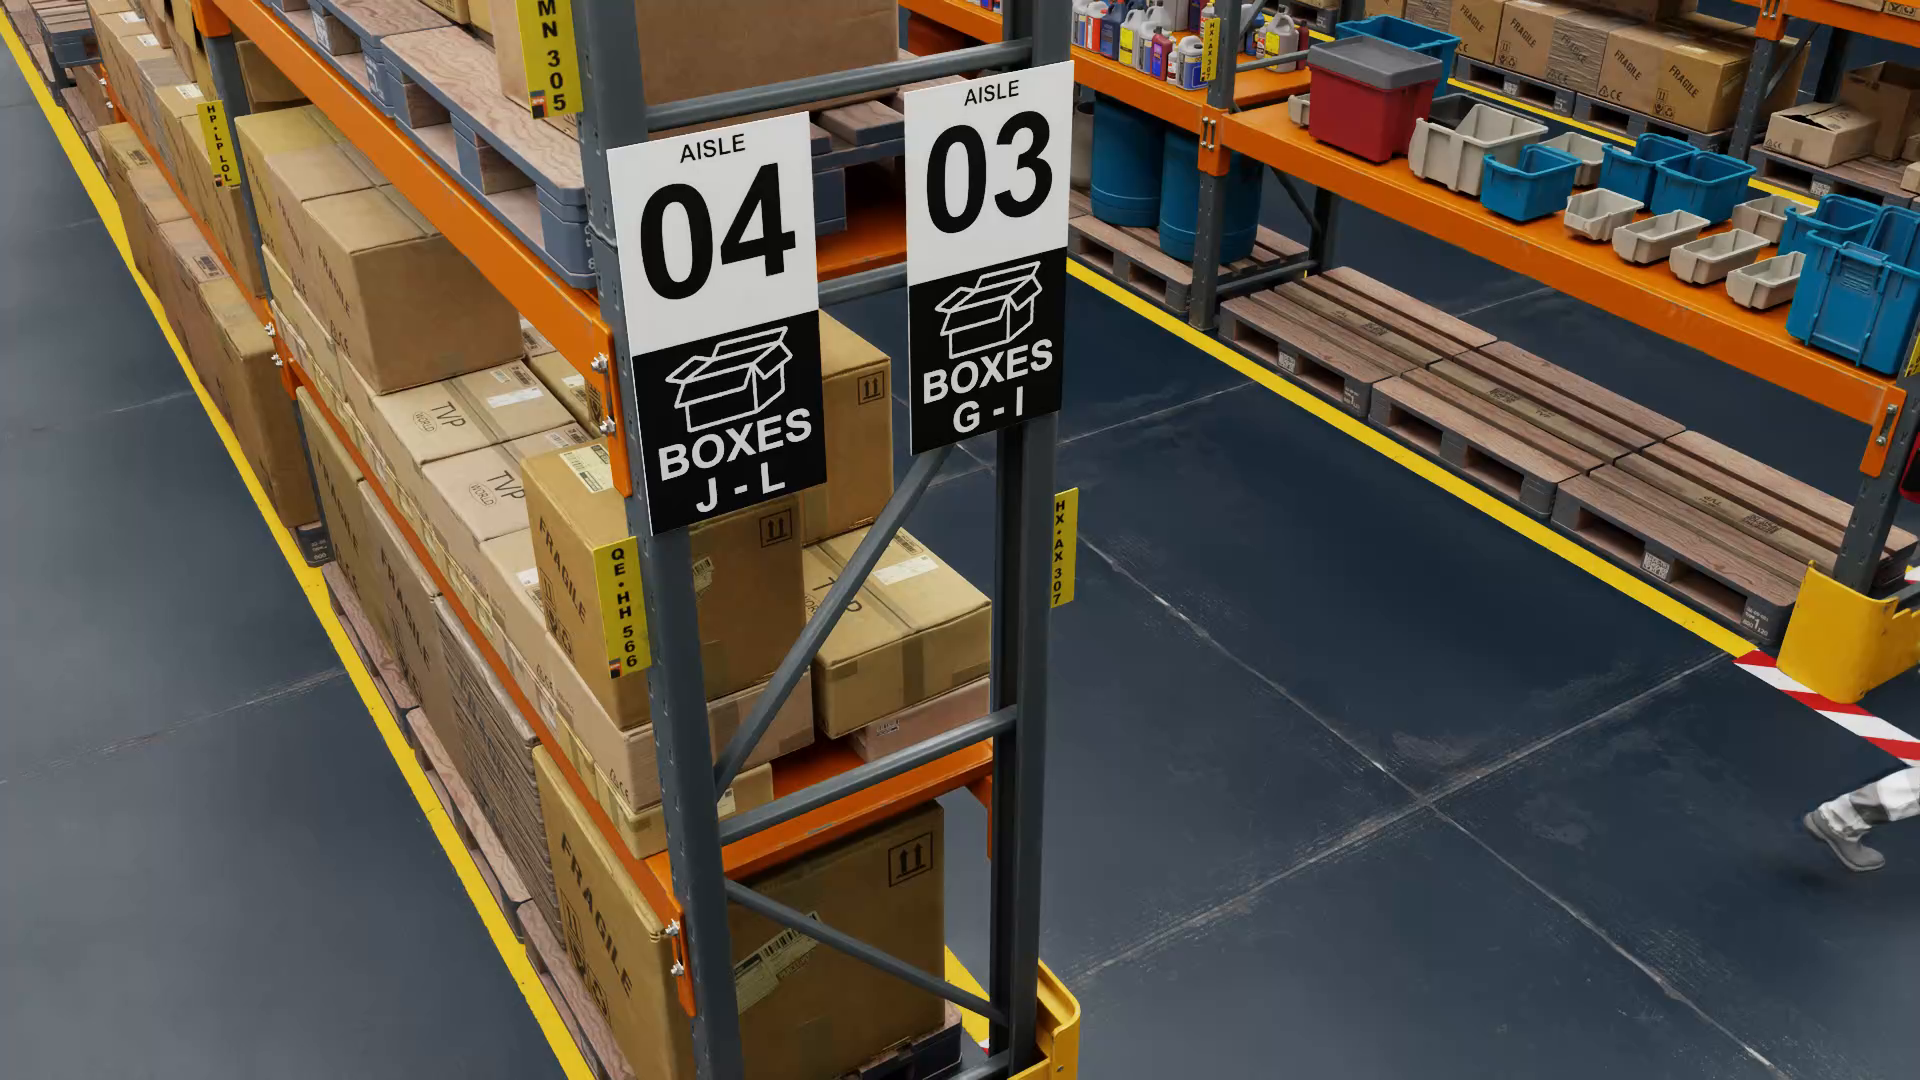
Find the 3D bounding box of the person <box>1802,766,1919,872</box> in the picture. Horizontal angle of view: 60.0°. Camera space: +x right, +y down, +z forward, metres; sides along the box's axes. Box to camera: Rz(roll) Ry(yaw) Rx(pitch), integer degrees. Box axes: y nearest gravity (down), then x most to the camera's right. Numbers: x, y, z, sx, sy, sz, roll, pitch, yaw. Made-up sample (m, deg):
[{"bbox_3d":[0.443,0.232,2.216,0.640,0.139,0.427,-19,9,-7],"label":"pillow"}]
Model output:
[{"bbox_3d":[3.463,0.413,5.456,0.996,1.754,0.516,7,33,11],"label":"person"}]
